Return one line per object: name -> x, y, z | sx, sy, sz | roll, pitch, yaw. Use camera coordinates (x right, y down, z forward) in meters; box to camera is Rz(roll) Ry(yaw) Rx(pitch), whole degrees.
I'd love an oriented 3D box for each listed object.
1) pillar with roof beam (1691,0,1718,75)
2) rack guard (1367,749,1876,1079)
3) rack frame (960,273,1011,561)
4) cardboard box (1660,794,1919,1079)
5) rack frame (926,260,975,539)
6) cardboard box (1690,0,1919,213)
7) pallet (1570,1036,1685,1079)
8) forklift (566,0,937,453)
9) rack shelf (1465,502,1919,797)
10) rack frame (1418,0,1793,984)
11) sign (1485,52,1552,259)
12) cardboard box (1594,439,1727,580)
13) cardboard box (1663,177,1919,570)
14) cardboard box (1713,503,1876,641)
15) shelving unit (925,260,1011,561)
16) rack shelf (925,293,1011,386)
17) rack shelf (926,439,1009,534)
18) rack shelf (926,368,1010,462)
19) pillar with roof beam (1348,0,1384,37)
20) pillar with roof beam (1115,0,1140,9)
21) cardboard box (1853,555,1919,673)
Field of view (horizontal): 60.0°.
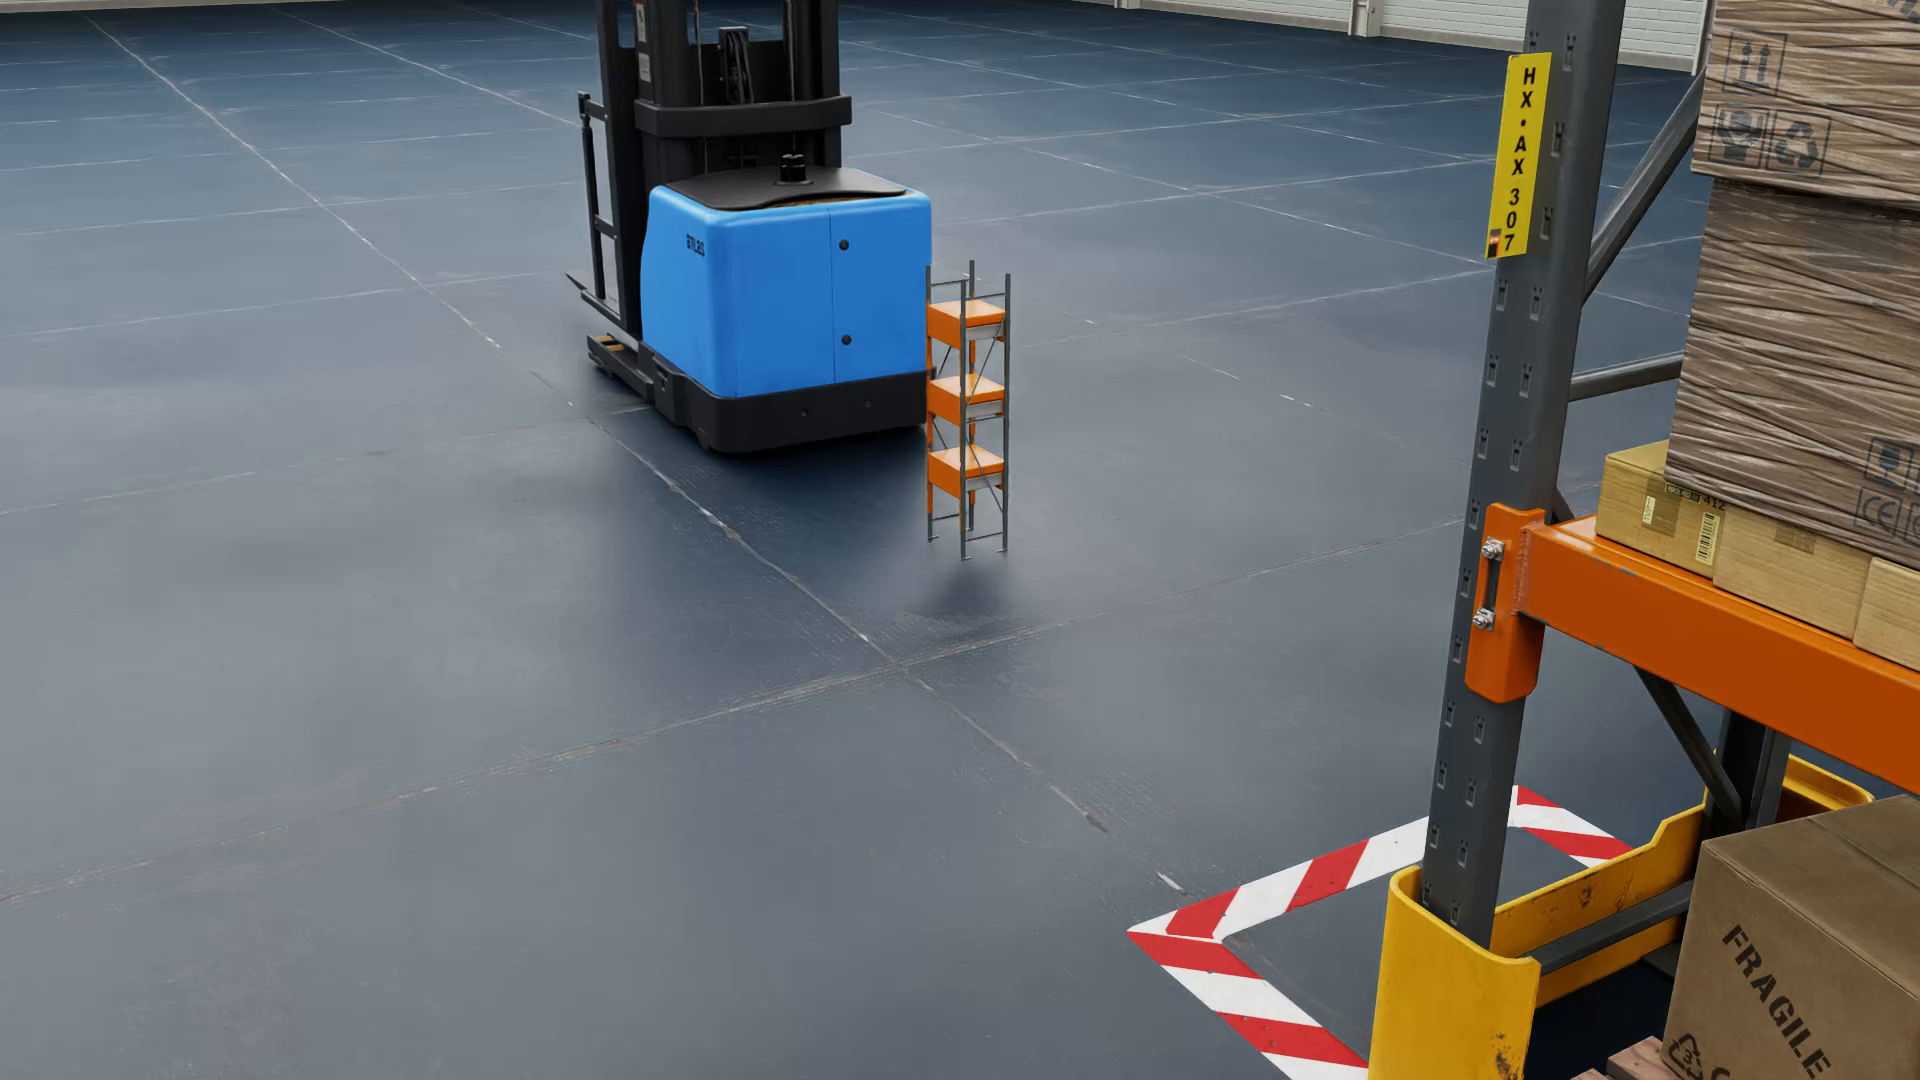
pillar with roof beam -> 5.426, -8.963, 16.412 | 9.100, 9.000, 0.400 | -13, 25, -28
rack guard -> 1.419, 0.853, 3.548 | 1.175, 0.500, 0.348 | -13, 25, -28
rack frame -> 0.090, -0.430, 5.974 | 0.200, 1.050, 0.008 | -13, 25, -28
cardboard box -> 1.685, 0.840, 3.024 | 0.500, 0.500, 0.500 | -8, 23, -18
rack frame -> -0.035, -0.509, 6.168 | 0.200, 1.050, 0.008 | -13, 25, -28
cardboard box -> 1.427, -0.746, 2.307 | 0.500, 0.500, 0.500 | -13, 25, -28
pallet -> 1.804, 1.257, 2.938 | 1.003, 0.211, 1.213 | -13, 25, -28
forklift -> -1.240, -2.238, 7.926 | 1.130, 2.935, 3.031 | -11, 25, -26
rack shelf -> 2.402, 0.652, 1.680 | 1.077, 0.370, 4.000 | -13, 25, -28
rack frame -> 1.380, -0.329, 3.138 | 1.000, 3.000, 0.127 | -13, 25, -28
sign -> 0.914, -0.626, 2.718 | 0.100, 0.325, 0.005 | -13, 25, -28
cardboard box -> 1.321, -0.075, 2.845 | 0.380, 0.149, 0.250 | -13, 25, -28
cardboard box -> 1.638, -0.330, 2.612 | 0.875, 0.500, 0.500 | -13, 25, -28
cardboard box -> 1.432, 0.010, 2.637 | 0.380, 0.149, 0.250 | -13, 25, -28
shelving unit -> 0.027, -0.469, 6.071 | 0.215, 1.050, 0.252 | -13, 25, -28
rack shelf -> 0.027, -0.722, 5.968 | 0.215, 0.259, 0.240 | -13, 25, -28
rack shelf -> 0.027, -0.202, 6.180 | 0.215, 0.259, 0.240 | -13, 25, -28
rack shelf -> 0.027, -0.459, 6.075 | 0.215, 0.259, 0.240 | -13, 25, -28
pillar with roof beam -> 2.361, -10.905, 21.190 | 9.100, 9.000, 0.400 | -13, 25, -28
pillar with roof beam -> -0.704, -12.847, 25.969 | 9.100, 9.000, 0.400 | -13, 25, -28
cardboard box -> 1.547, 0.094, 2.431 | 0.380, 0.149, 0.250 | -13, 25, -28
